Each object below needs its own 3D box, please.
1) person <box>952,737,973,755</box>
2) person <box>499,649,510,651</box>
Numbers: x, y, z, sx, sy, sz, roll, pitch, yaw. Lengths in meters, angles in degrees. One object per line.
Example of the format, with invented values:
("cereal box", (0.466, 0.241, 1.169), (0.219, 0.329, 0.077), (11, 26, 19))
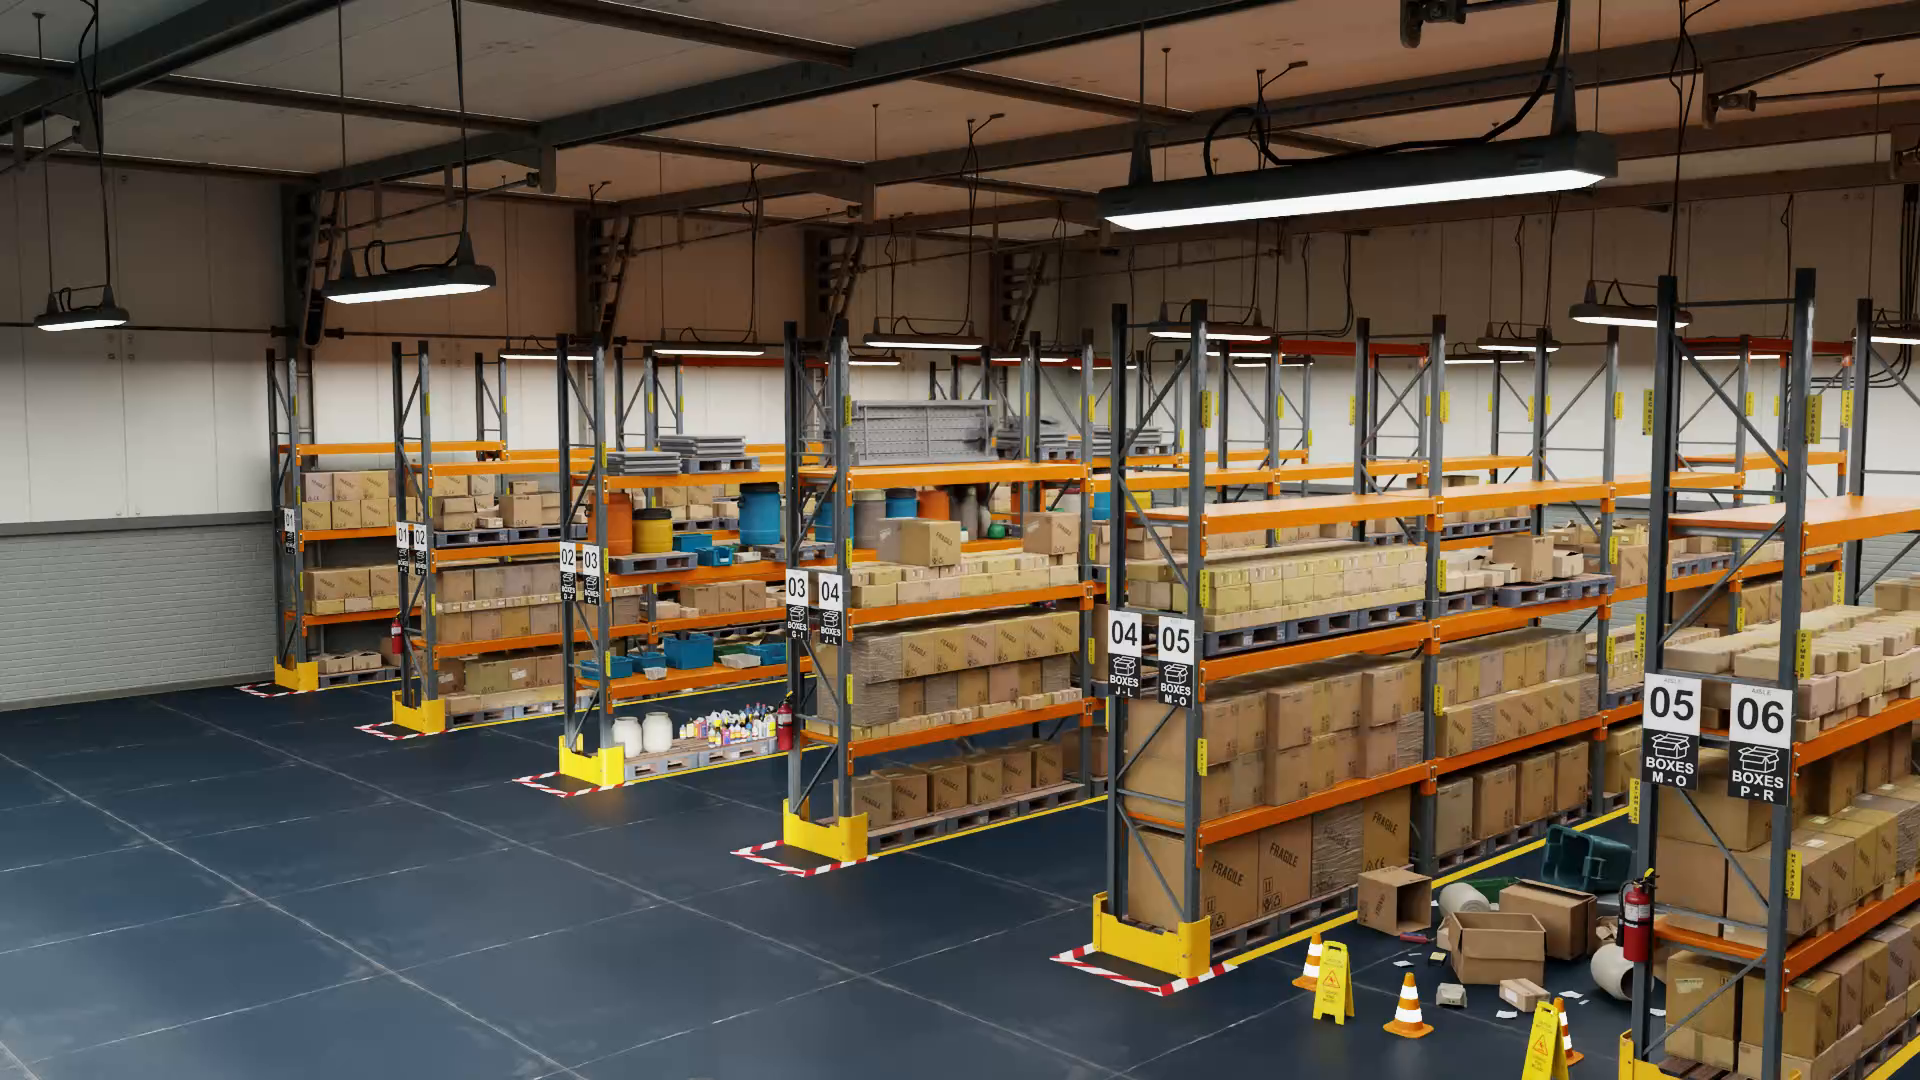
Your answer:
("person", (-0.028, 2.358, 22.491), (0.500, 1.553, 0.554), (4, 6, 40))
("person", (-7.860, 1.795, 28.915), (0.657, 1.740, 0.673), (3, 6, 34))
